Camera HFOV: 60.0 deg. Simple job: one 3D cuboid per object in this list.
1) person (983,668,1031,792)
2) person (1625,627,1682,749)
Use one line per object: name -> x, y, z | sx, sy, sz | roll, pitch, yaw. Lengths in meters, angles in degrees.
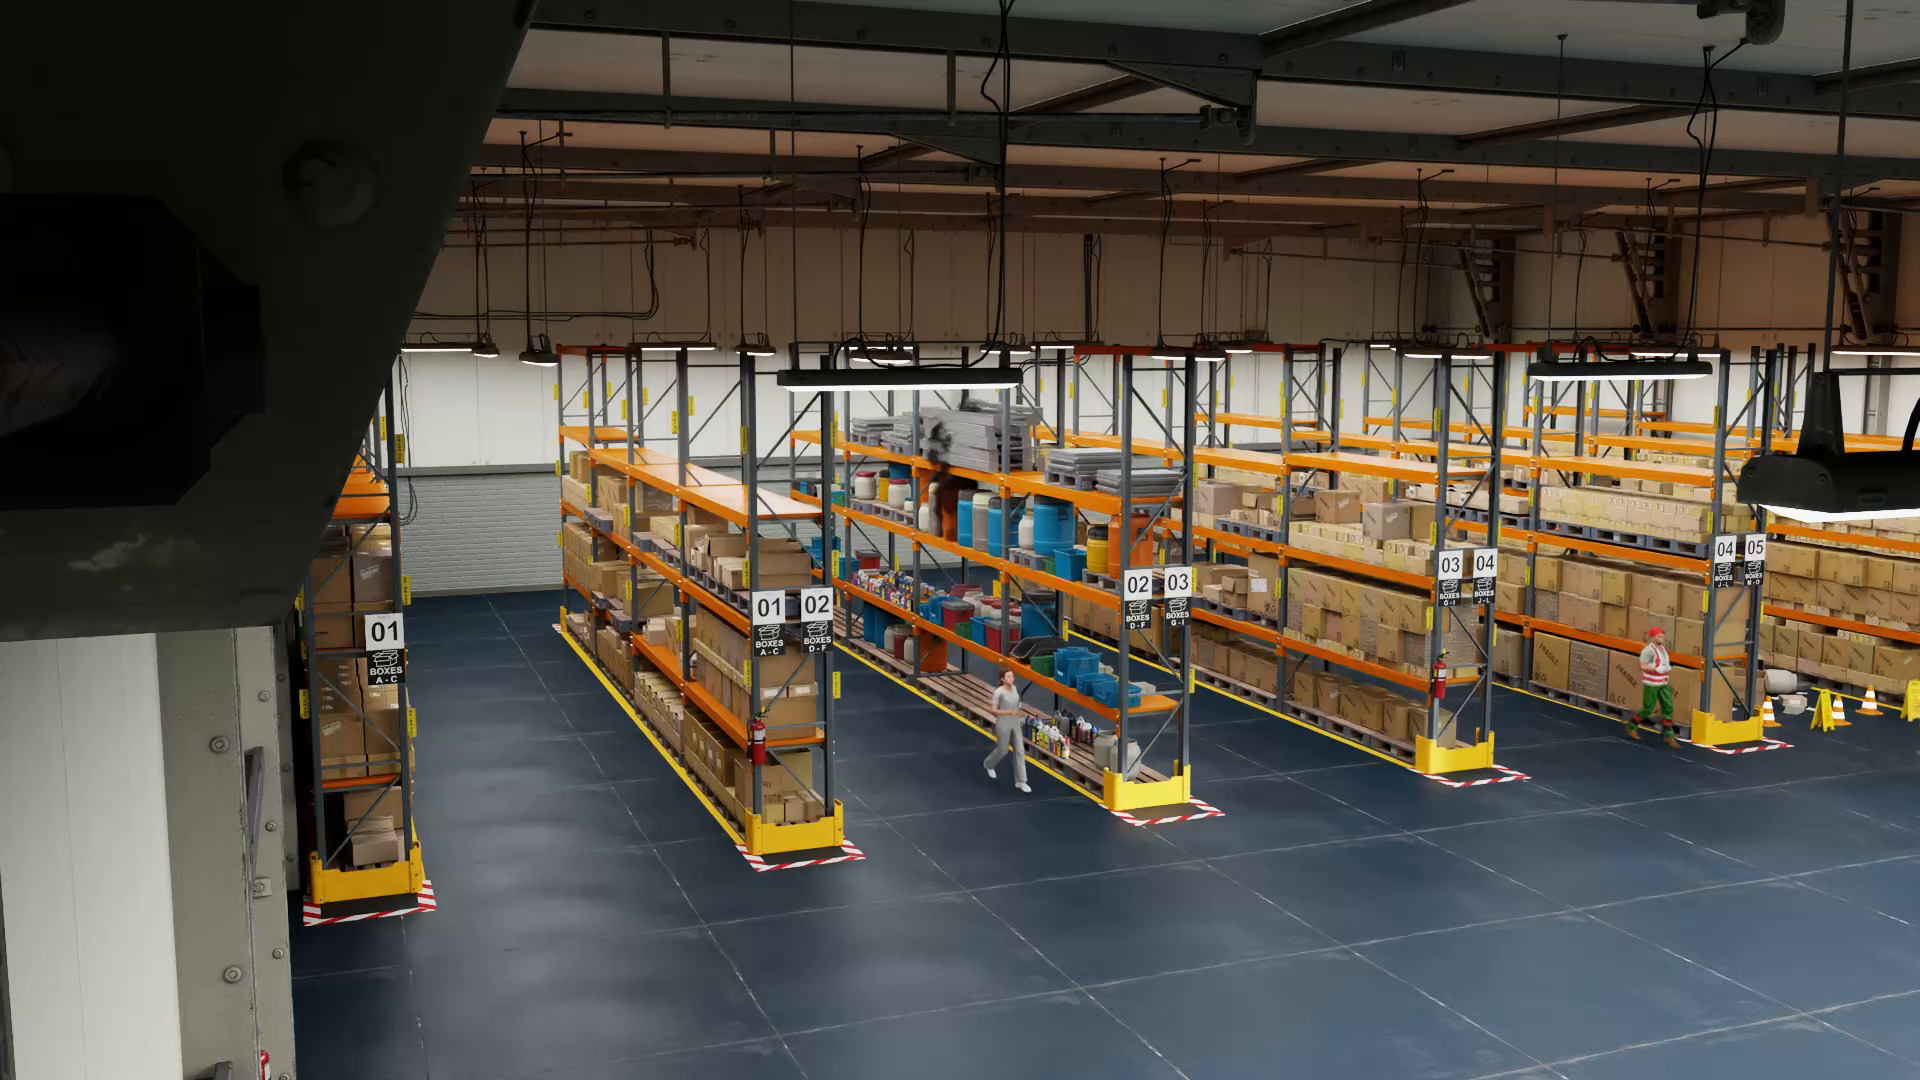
person -> 0.660, 2.577, 22.904 | 0.567, 1.659, 0.955 | -5, 9, -36
person -> 10.569, 2.220, 25.302 | 0.651, 1.817, 0.856 | -4, 9, -32
